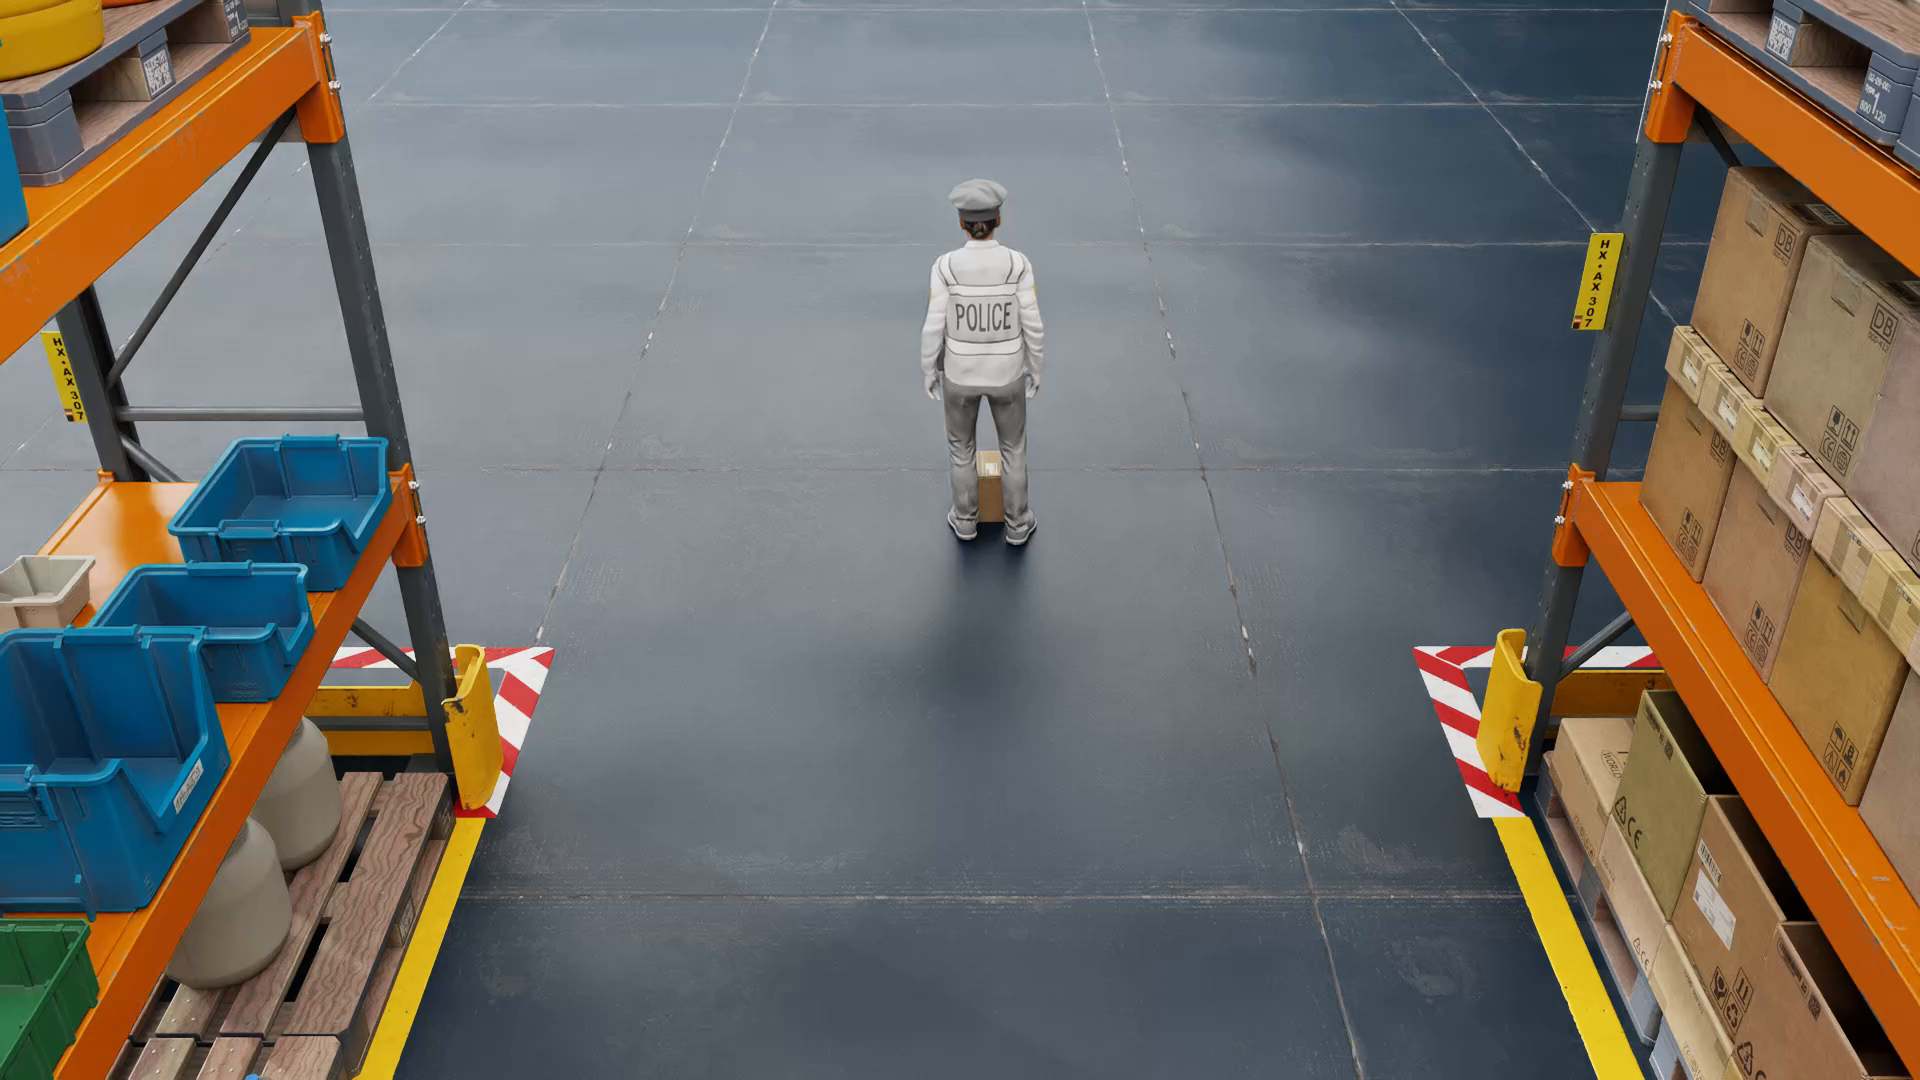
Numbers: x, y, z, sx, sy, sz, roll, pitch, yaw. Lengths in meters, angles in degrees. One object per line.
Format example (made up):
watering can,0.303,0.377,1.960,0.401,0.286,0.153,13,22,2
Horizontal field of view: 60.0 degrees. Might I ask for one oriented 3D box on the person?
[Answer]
person,0.100,-0.738,7.326,0.535,1.663,0.404,-1,32,-1
